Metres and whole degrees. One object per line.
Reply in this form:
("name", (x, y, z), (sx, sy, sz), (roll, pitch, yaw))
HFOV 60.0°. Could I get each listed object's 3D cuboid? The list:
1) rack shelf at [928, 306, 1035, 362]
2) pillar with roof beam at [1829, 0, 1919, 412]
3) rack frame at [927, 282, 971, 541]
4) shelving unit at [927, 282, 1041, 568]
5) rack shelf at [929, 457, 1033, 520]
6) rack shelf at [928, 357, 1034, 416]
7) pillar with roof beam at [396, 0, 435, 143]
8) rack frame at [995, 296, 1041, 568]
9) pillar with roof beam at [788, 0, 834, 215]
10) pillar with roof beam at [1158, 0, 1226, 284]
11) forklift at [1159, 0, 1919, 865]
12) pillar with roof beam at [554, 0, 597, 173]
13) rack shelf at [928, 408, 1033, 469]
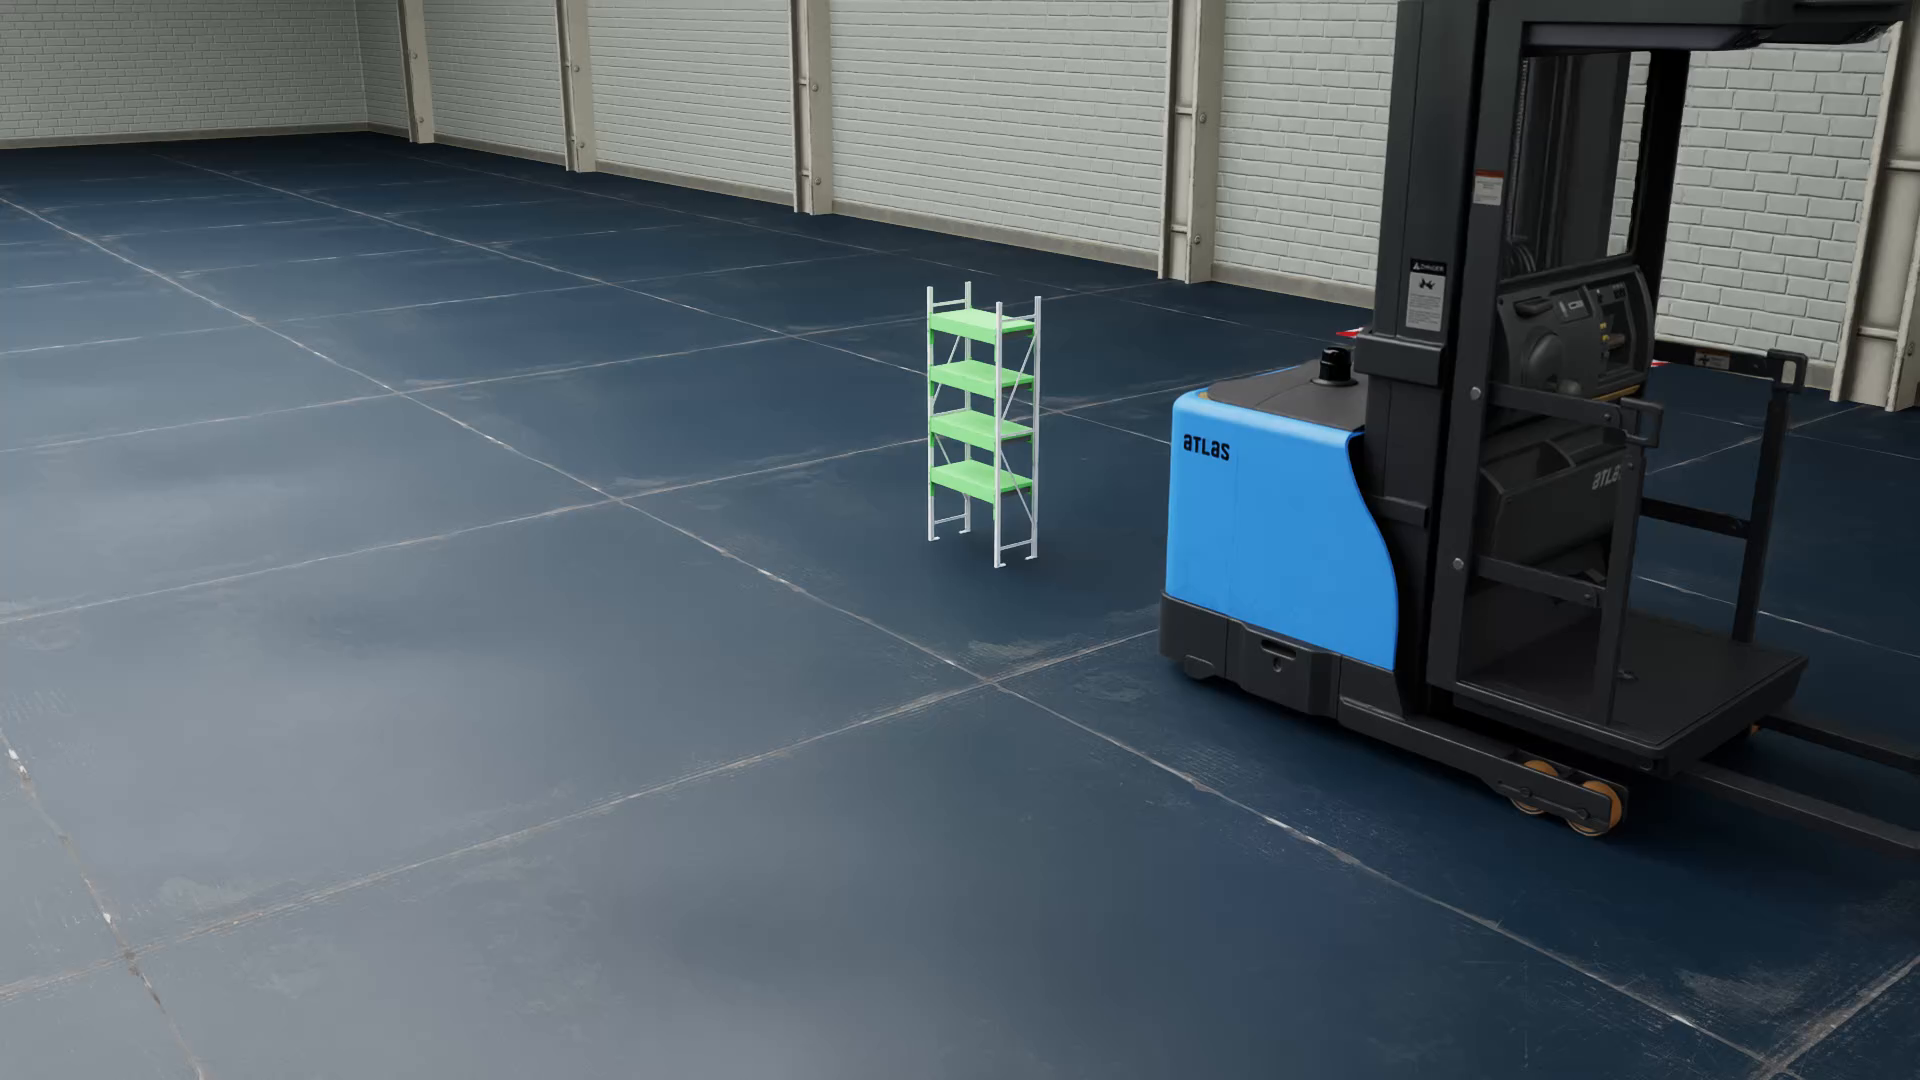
("rack shelf", (0.103, -0.924, 7.420), (0.258, 0.148, 0.480), (-14, 23, -36))
("pillar with roof beam", (2.374, -4.299, 6.529), (9.100, 9.000, 0.400), (-14, 23, -36))
("rack frame", (-0.049, -0.589, 7.732), (0.240, 1.200, 0.015), (-14, 23, -36))
("shelving unit", (0.103, -0.529, 7.551), (0.258, 1.200, 0.503), (-14, 23, -36))
("rack shelf", (0.103, -0.240, 7.646), (0.258, 0.148, 0.480), (-14, 23, -36))
("rack shelf", (0.103, -0.696, 7.495), (0.258, 0.148, 0.480), (-14, 23, -36))
("pillar with roof beam", (-12.527, -10.213, 24.389), (9.100, 9.000, 0.400), (-14, 23, -36))
("rack frame", (0.254, -0.469, 7.369), (0.240, 1.200, 0.015), (-14, 23, -36))
("pillar with roof beam", (-5.076, -7.256, 15.459), (9.100, 9.000, 0.400), (-14, 23, -36))
("pillar with roof beam", (-1.351, -5.777, 10.994), (9.100, 9.000, 0.400), (-14, 23, -36))
("forklift", (2.126, -0.662, 5.199), (1.130, 2.935, 3.031), (-16, 24, -40))
("pillar with roof beam", (-8.802, -8.734, 19.924), (9.100, 9.000, 0.400), (-14, 23, -36))
("rack shelf", (0.103, -0.468, 7.571), (0.258, 0.148, 0.480), (-14, 23, -36))
